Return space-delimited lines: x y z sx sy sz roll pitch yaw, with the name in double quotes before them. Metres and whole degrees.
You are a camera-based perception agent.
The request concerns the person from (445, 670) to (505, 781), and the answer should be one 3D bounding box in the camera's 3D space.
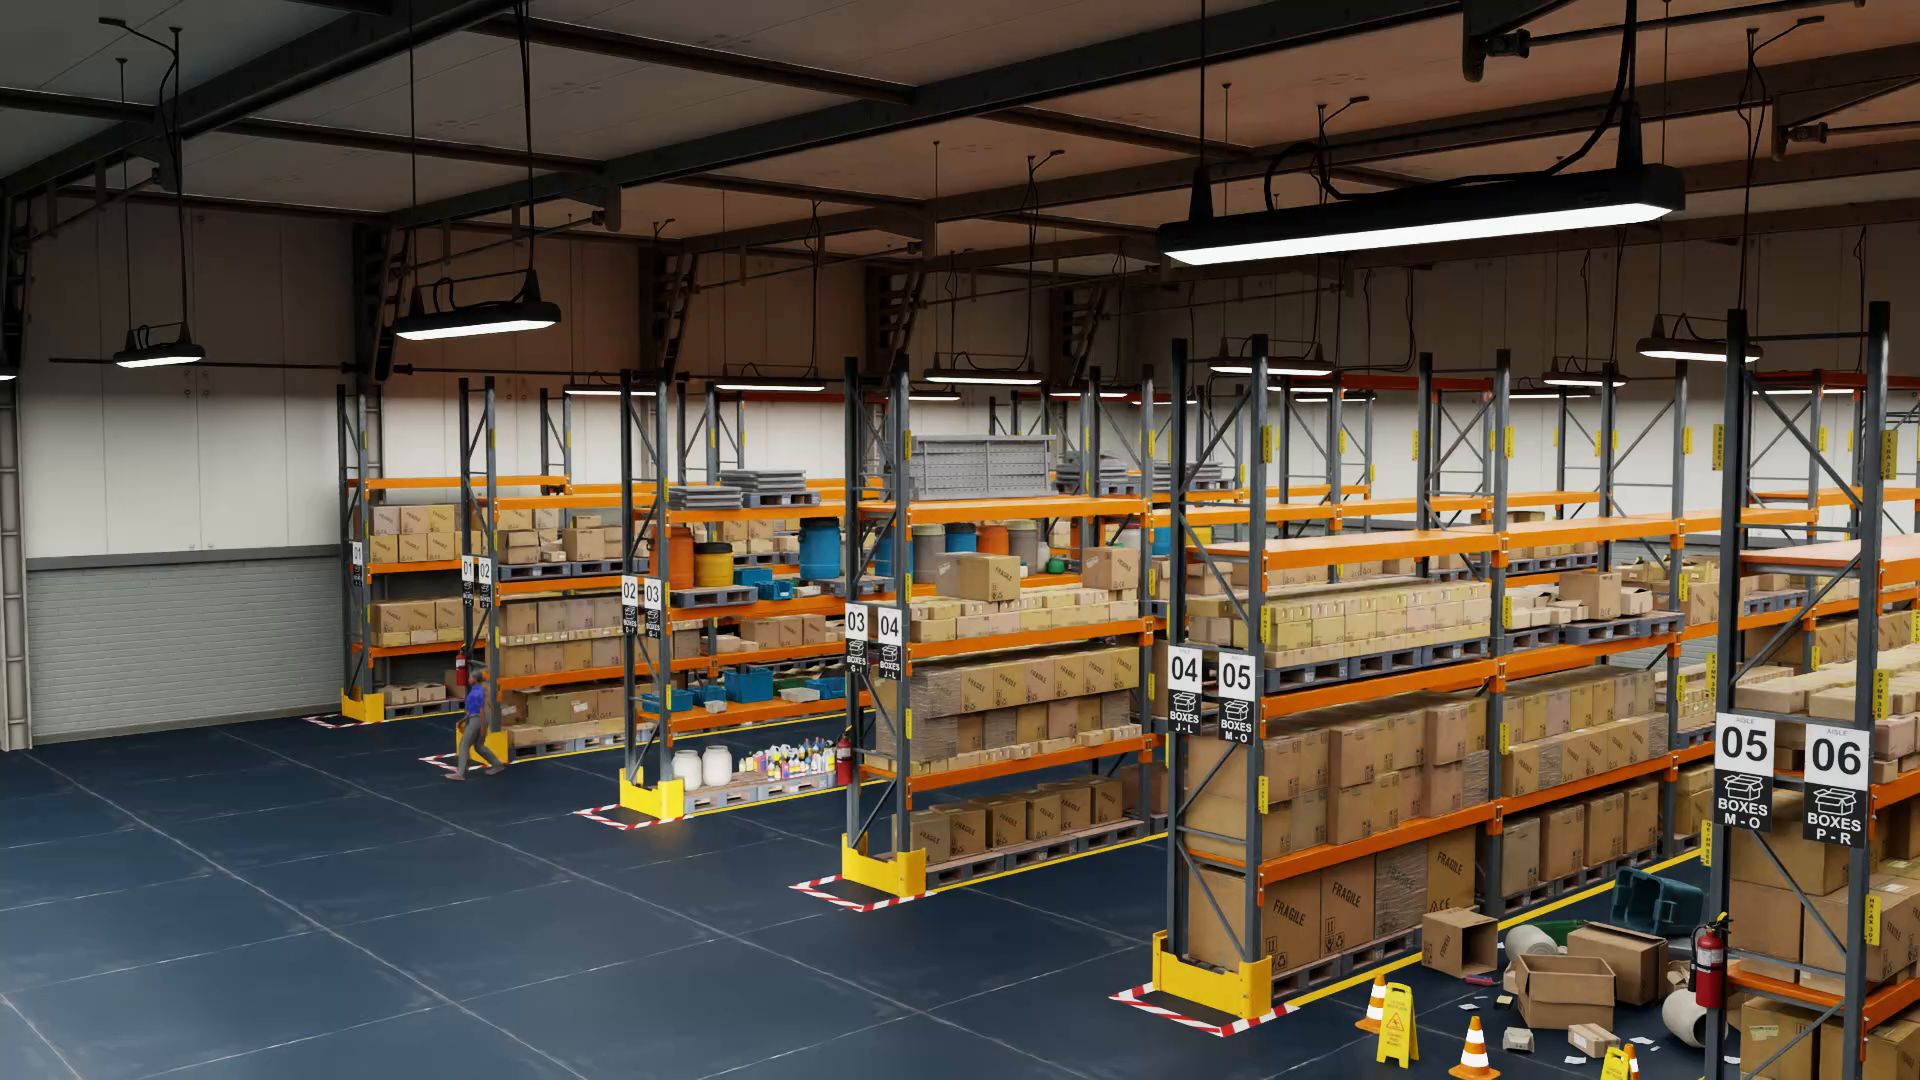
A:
"person" -7.224 2.739 24.745 0.782 1.614 0.562 0 4 -4
